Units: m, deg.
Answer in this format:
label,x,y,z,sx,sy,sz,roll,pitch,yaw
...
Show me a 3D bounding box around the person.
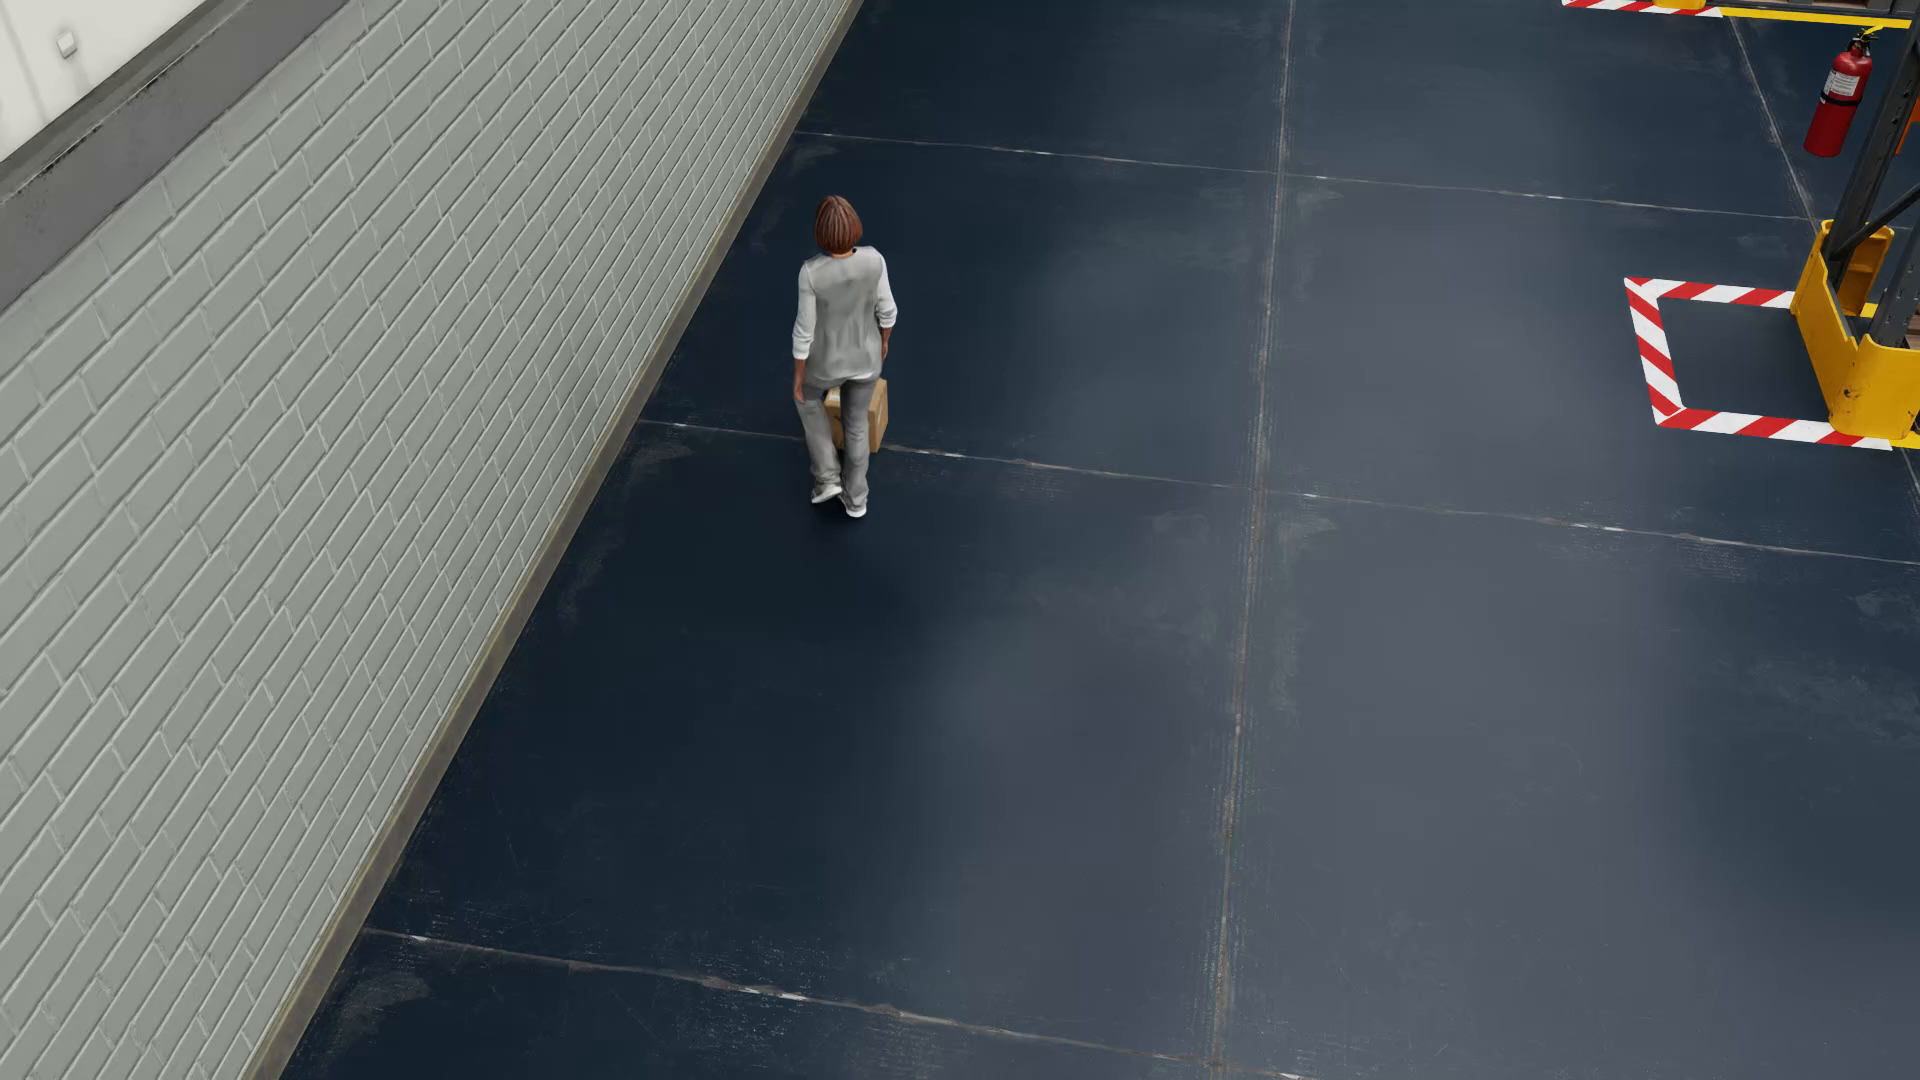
label,x,y,z,sx,sy,sz,roll,pitch,yaw
person,-0.505,-0.781,7.047,0.466,1.604,0.408,-12,42,-13
